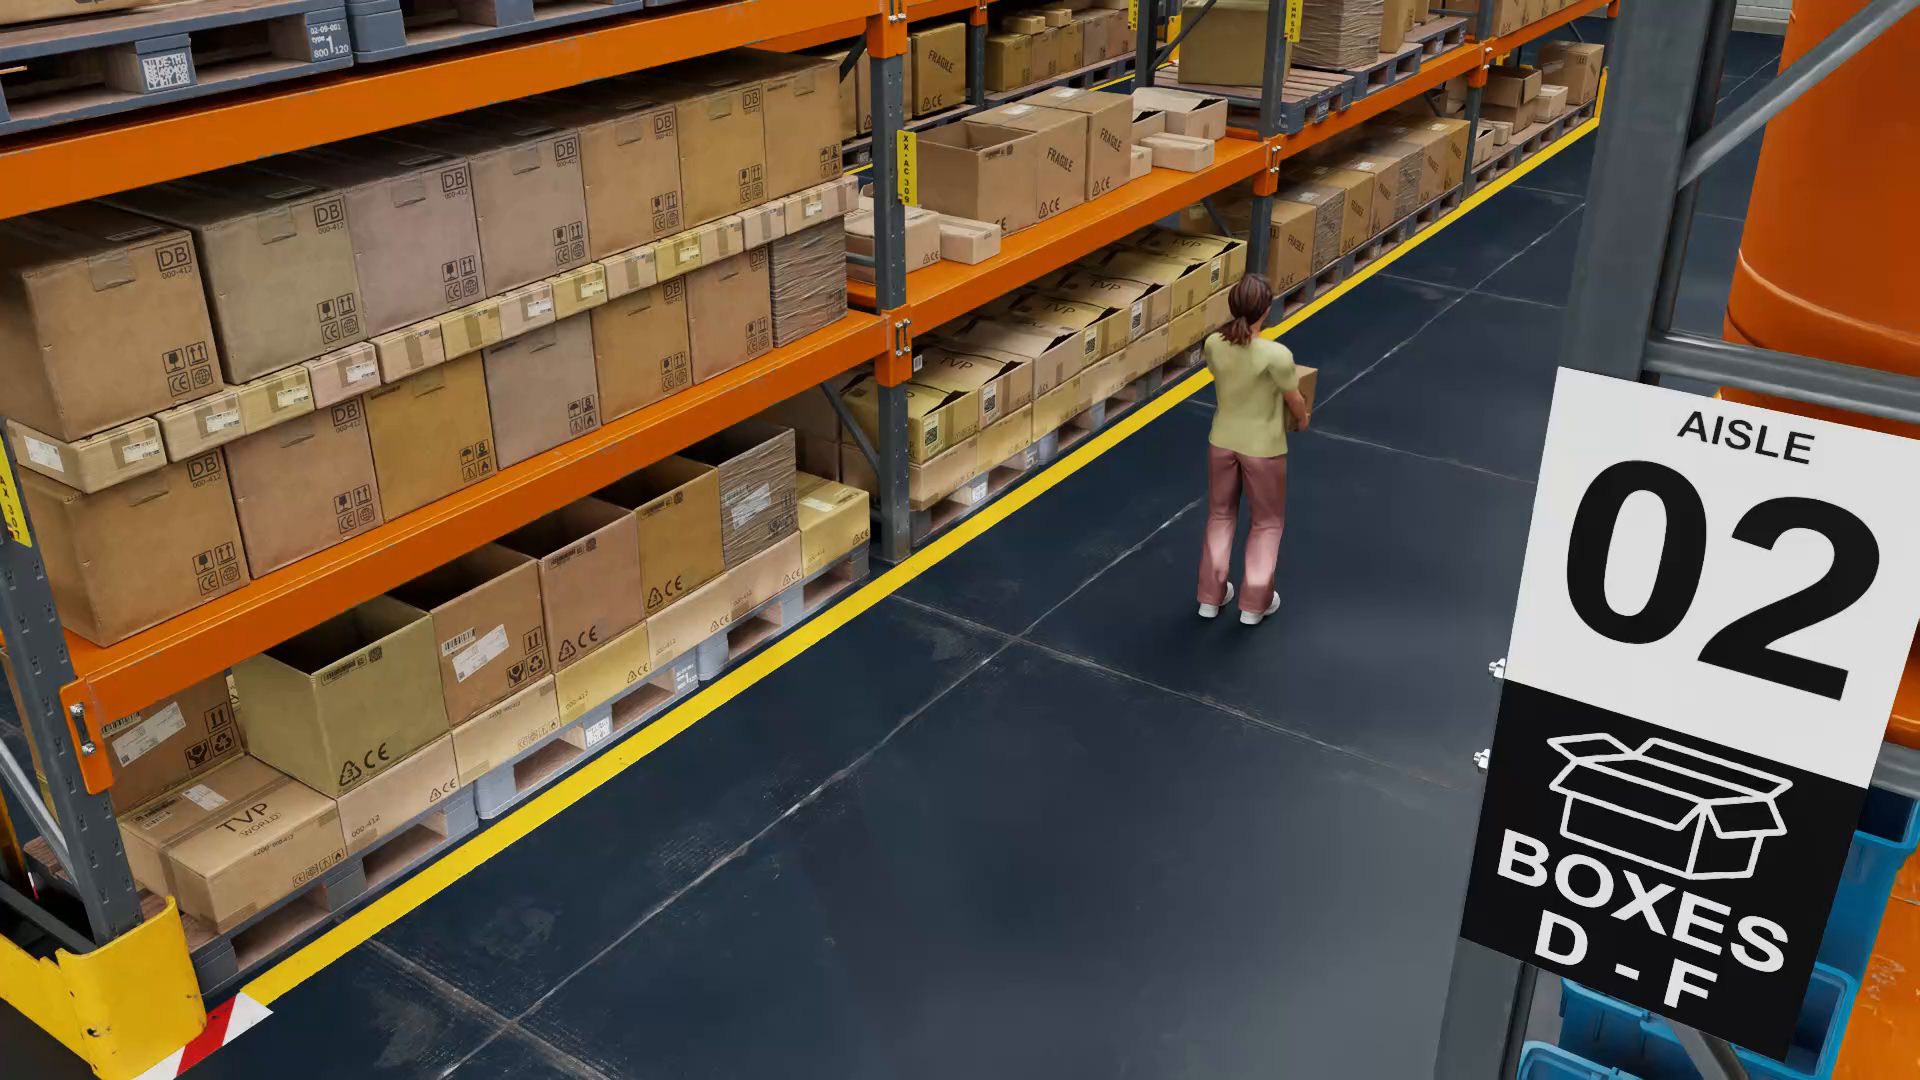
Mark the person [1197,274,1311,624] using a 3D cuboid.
[{"bbox_3d":[1.313,-0.417,7.450,0.425,1.665,0.556,18,32,31],"label":"person"}]
